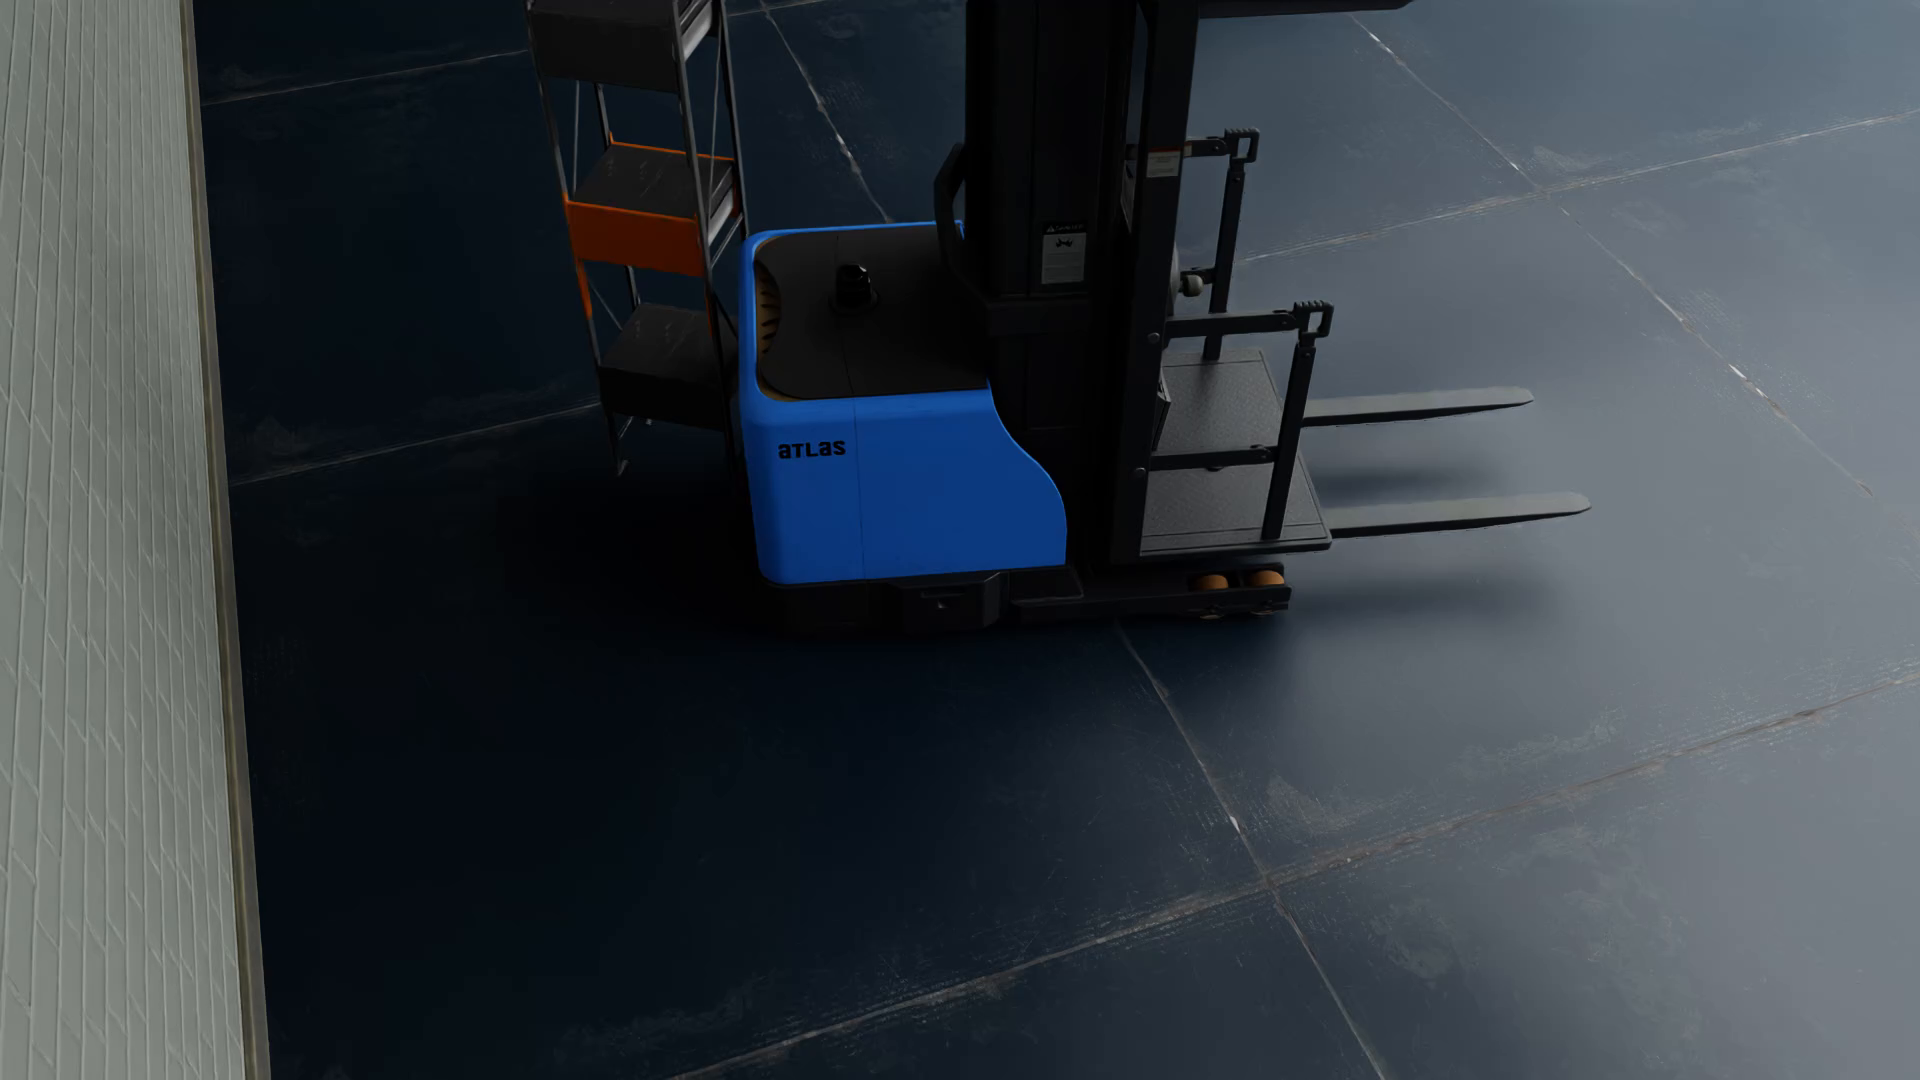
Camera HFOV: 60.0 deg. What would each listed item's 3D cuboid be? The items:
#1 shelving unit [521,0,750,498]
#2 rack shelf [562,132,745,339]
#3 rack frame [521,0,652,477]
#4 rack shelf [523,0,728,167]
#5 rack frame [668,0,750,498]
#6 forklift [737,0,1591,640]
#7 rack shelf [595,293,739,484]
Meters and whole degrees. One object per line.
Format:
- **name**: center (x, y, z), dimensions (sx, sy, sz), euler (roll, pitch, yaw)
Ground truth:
- **shelving unit**: center (-1.052, -1.083, 5.847), dimensions (0.503, 2.100, 0.431), euler (10, 46, 10)
- **rack shelf**: center (-1.052, -1.073, 5.856), dimensions (0.480, 0.518, 0.431), euler (10, 46, 10)
- **rack frame**: center (-1.289, -1.125, 5.889), dimensions (0.015, 2.100, 0.400), euler (10, 46, 10)
- **rack shelf**: center (-1.052, -1.567, 5.360), dimensions (0.480, 0.518, 0.431), euler (10, 46, 10)
- **rack frame**: center (-0.816, -1.040, 5.804), dimensions (0.015, 2.100, 0.400), euler (10, 46, 10)
- **forklift**: center (0.761, -1.122, 5.299), dimensions (3.031, 2.935, 1.130), euler (-4, 45, -4)
- **rack shelf**: center (-1.052, -0.579, 6.352), dimensions (0.480, 0.518, 0.431), euler (10, 46, 10)
